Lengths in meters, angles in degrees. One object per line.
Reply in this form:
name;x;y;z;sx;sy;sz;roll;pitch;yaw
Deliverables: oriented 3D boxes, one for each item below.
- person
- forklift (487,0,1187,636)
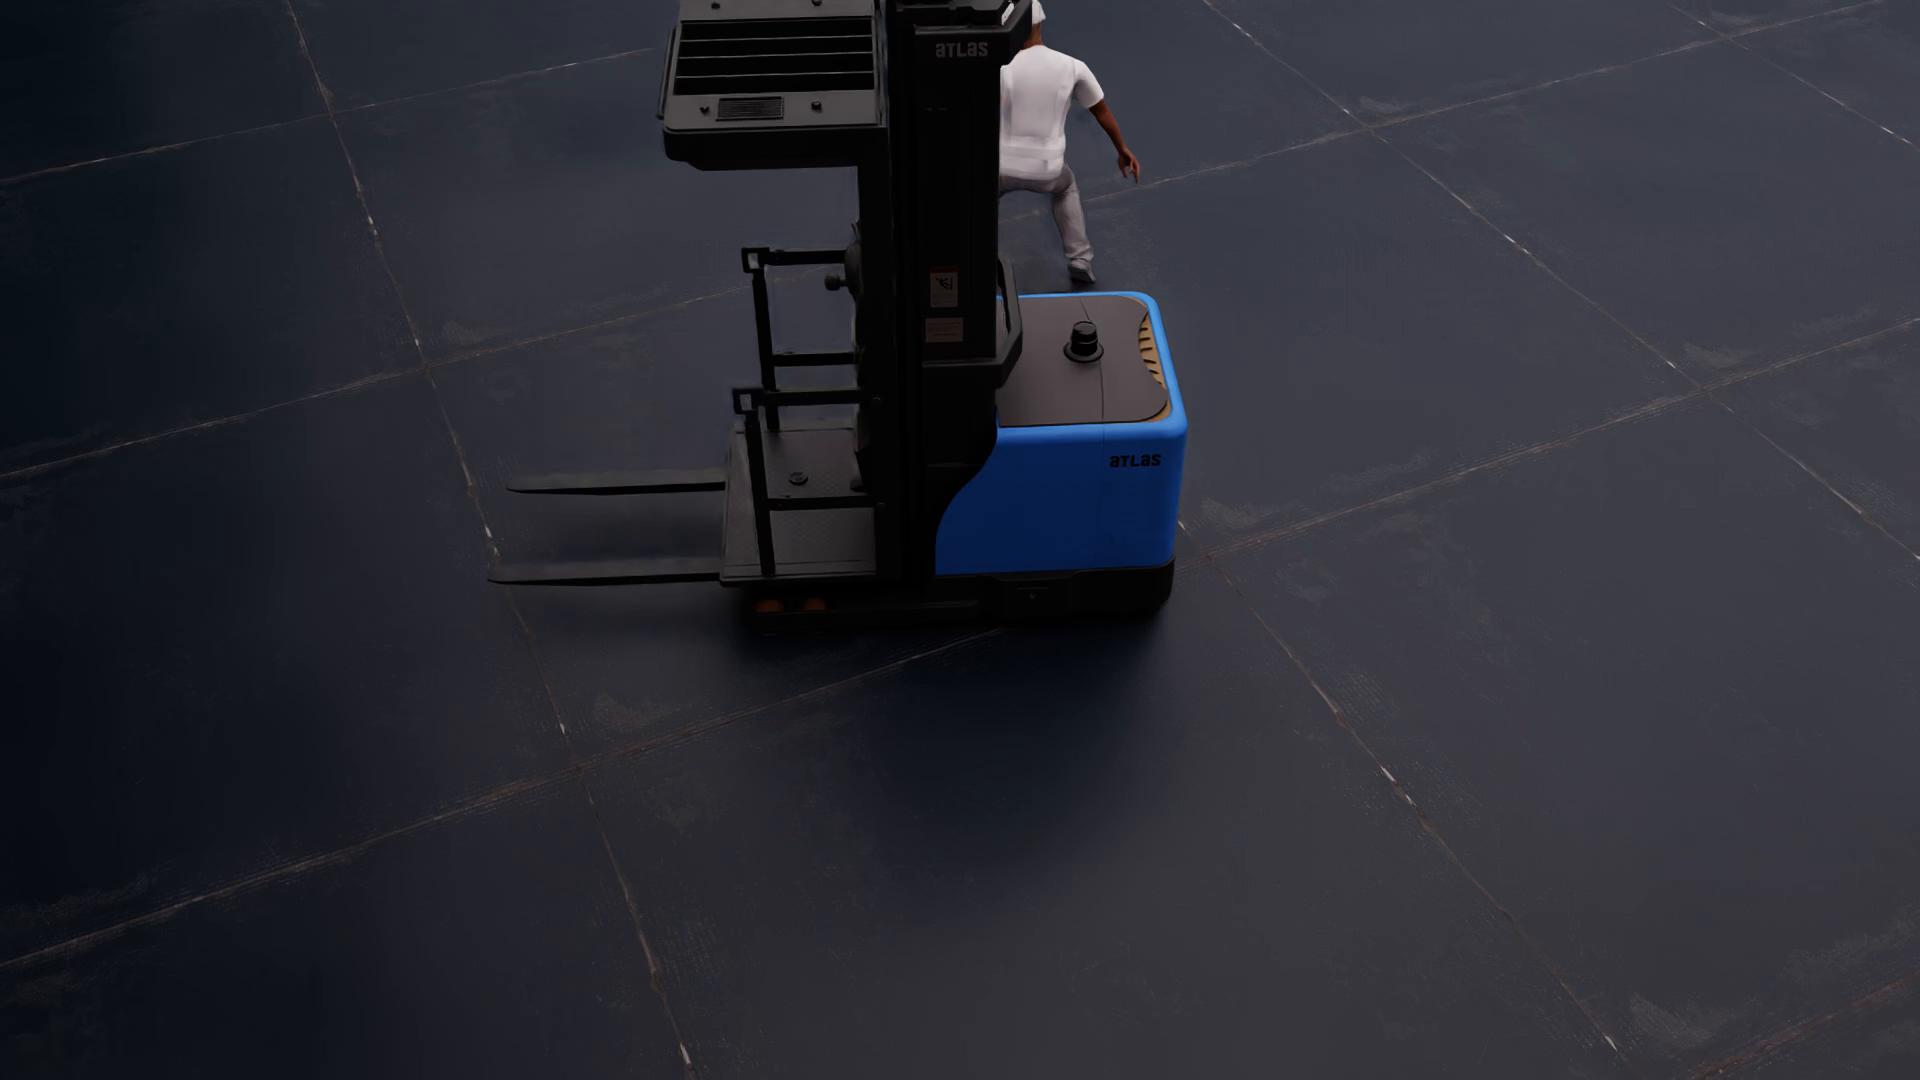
person;0.403;-2.053;8.927;1.074;1.683;0.537;-2;43;-3
forklift;-0.591;-1.021;6.774;3.031;2.935;1.130;-2;43;-3
